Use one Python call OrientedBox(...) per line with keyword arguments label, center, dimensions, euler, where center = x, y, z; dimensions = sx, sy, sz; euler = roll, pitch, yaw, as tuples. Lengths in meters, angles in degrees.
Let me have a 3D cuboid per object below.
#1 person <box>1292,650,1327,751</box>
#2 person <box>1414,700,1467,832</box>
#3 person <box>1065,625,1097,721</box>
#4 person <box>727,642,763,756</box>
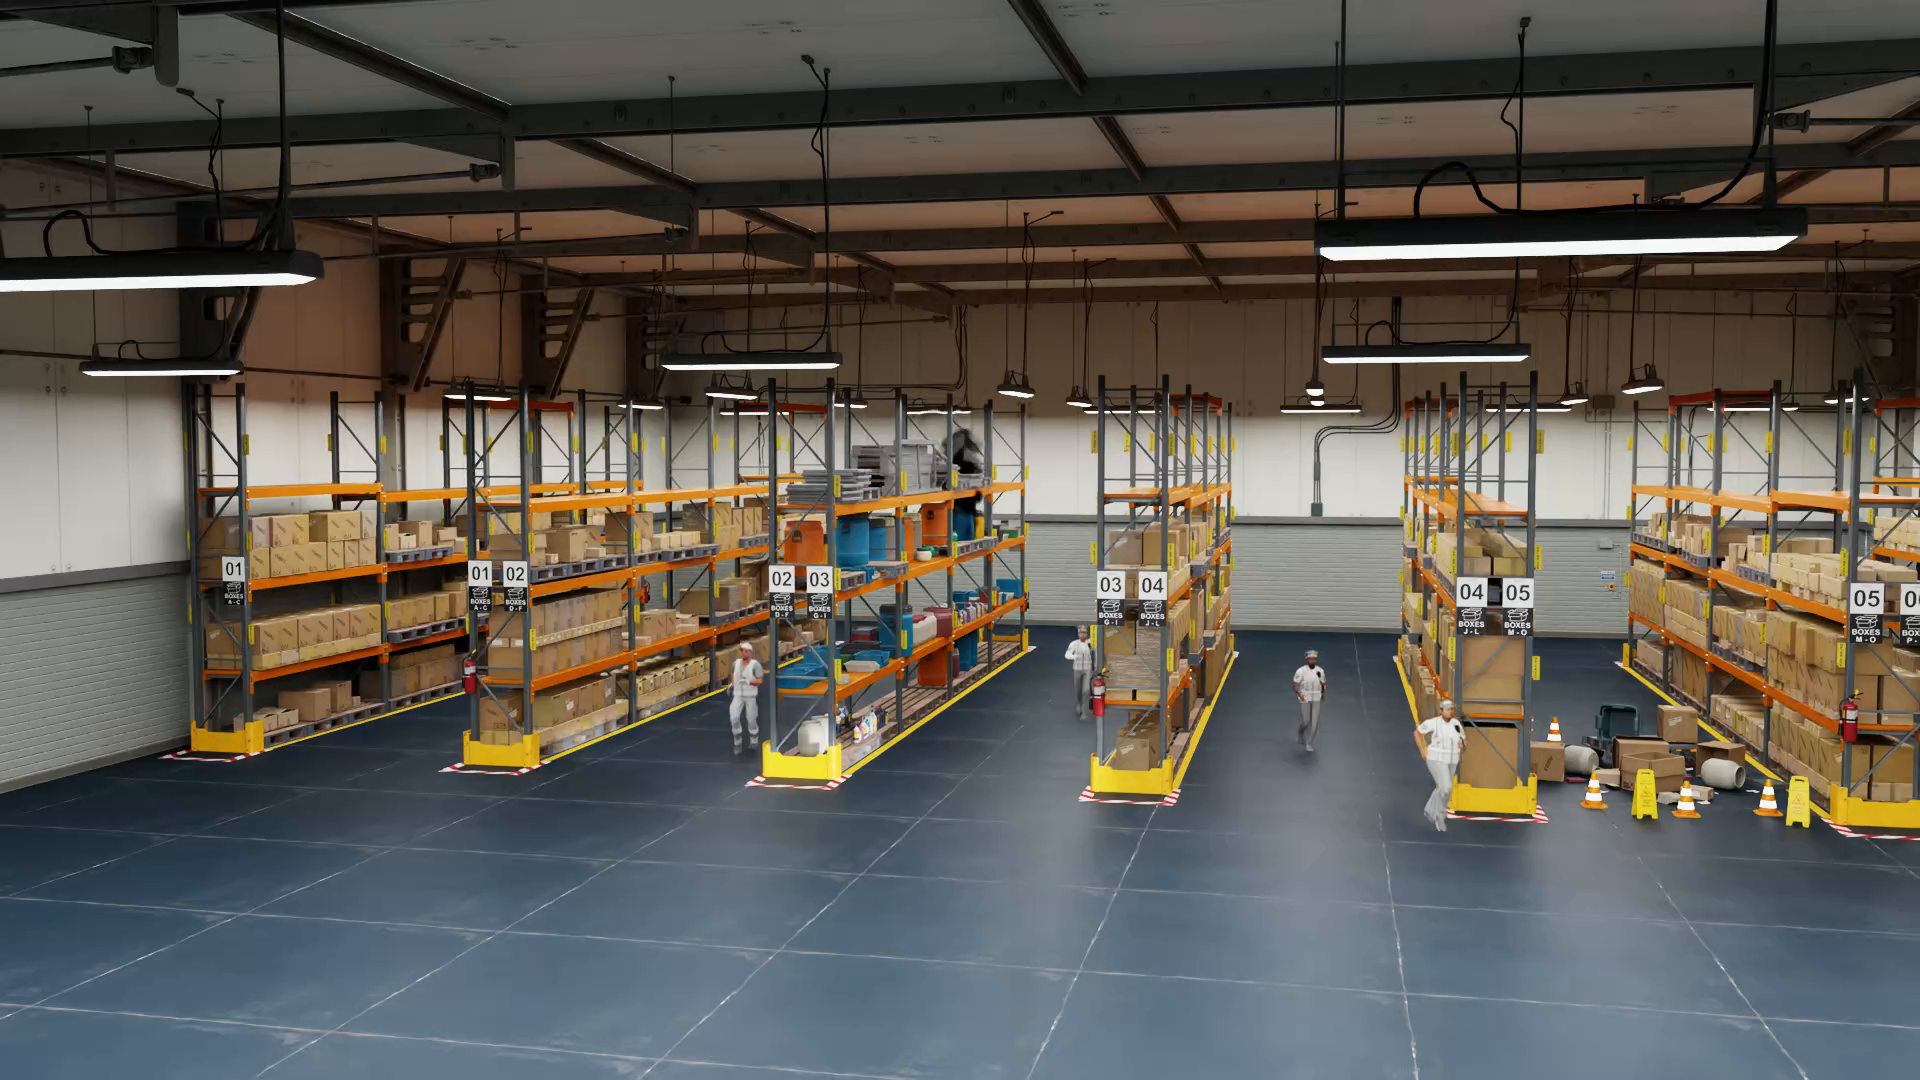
OrientedBox(label="person", center=(5.733, 2.618, 27.192), dimensions=(0.557, 1.654, 0.549), euler=(0, 3, -3))
OrientedBox(label="person", center=(6.334, 2.940, 21.800), dimensions=(0.599, 1.703, 0.671), euler=(-1, 4, -23))
OrientedBox(label="person", center=(2.241, 2.394, 30.388), dimensions=(0.638, 1.701, 0.883), euler=(0, 3, 6))
OrientedBox(label="person", center=(-3.483, 2.573, 26.907), dimensions=(0.644, 1.829, 0.752), euler=(1, 3, 10))
